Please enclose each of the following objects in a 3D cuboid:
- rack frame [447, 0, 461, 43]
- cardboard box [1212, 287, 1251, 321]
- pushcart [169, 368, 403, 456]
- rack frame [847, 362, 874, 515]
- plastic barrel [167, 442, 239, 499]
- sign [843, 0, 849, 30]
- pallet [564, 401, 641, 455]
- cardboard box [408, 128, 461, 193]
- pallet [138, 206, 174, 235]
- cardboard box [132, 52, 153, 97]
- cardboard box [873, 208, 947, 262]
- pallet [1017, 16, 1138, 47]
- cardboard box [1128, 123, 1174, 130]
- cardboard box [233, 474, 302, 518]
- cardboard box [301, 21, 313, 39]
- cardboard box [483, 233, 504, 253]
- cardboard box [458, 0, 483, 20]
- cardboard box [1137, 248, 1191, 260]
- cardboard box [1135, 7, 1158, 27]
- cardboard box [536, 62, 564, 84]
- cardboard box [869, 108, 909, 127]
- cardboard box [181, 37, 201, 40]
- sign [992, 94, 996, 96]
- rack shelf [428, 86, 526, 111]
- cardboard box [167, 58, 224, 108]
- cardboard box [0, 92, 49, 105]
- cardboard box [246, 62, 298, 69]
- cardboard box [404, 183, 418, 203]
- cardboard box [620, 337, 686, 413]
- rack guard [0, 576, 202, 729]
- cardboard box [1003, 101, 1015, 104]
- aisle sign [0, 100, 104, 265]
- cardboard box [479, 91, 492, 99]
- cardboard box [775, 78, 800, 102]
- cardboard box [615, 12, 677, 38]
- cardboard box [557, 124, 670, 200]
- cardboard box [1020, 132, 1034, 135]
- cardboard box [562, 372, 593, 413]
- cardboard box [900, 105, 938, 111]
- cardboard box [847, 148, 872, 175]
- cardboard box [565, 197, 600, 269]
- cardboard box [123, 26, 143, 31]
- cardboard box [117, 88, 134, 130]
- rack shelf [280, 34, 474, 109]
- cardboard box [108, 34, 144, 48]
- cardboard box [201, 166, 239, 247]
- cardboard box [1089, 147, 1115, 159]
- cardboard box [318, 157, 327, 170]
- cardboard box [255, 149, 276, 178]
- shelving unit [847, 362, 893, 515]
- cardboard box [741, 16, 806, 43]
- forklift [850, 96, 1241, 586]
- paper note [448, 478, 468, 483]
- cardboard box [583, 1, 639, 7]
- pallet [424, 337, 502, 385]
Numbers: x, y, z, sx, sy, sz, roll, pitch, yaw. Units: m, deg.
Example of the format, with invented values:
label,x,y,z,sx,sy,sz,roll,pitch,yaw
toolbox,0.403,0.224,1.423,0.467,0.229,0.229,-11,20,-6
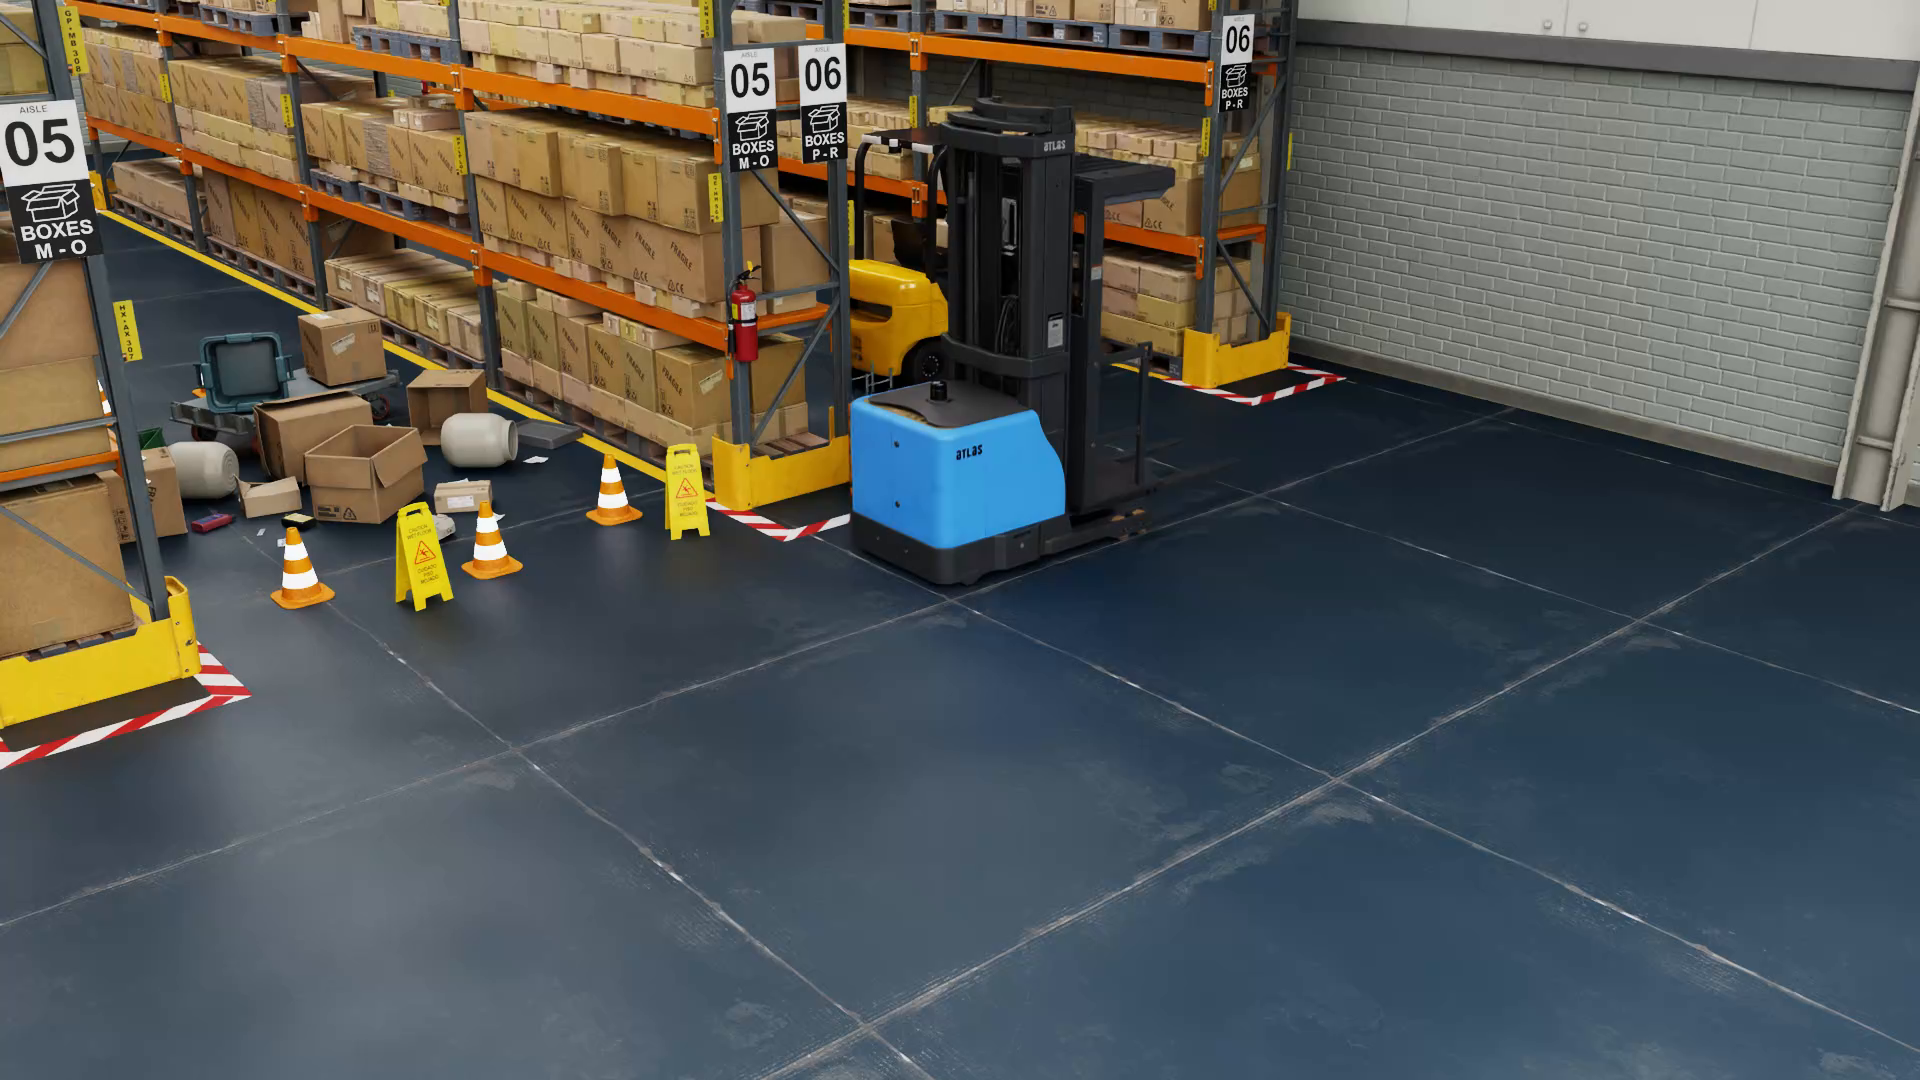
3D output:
label,x,y,z,sx,sy,sz,roll,pitch,yaw
rack frame,-3.832,-5.658,13.590,1.000,3.000,0.127,-17,27,-37
cardboard box,2.388,-2.269,15.674,0.500,0.250,0.500,-17,27,-36
pushcart,-5.526,-1.087,13.741,0.936,0.377,1.648,12,24,27
rack frame,-0.672,-0.618,11.416,0.006,1.200,0.240,19,29,40
plastic barrel,-5.613,-0.510,12.206,0.512,0.421,0.421,0,21,-1
sign,-0.810,-3.692,11.486,0.100,0.325,0.005,-17,27,-37
pallet,-2.566,-1.052,13.879,1.003,0.211,1.213,-17,27,-37
cardboard box,-4.632,-3.455,15.070,0.500,0.500,0.500,-17,27,-37
pallet,-10.291,-4.342,22.281,1.003,0.211,1.213,-17,27,-37
cardboard box,-9.896,-5.793,20.654,0.500,0.500,0.500,-18,28,-38
cardboard box,-0.423,-3.278,18.421,0.875,0.625,0.625,-16,26,-35
pallet,1.295,-4.836,15.727,1.003,0.211,1.213,-17,27,-37
cardboard box,1.810,-3.861,15.795,0.380,0.149,0.250,-16,27,-36
cardboard box,-4.998,-0.349,12.010,0.396,0.266,0.258,-12,25,-28
cardboard box,-6.366,-5.122,16.679,0.380,0.149,0.250,-17,27,-37
cardboard box,-3.869,-2.584,14.313,0.380,0.149,0.250,-18,27,-38
cardboard box,-3.873,-4.351,13.617,0.380,0.149,0.250,-18,28,-38
cardboard box,2.038,-2.638,15.929,0.500,0.250,0.500,-17,27,-37
cardboard box,1.766,-4.620,14.686,0.380,0.149,0.250,-18,28,-39
cardboard box,-3.039,-3.622,12.851,0.380,0.149,0.250,-18,28,-38
cardboard box,-0.767,-4.584,18.049,0.380,0.149,0.250,-17,27,-37
cardboard box,-9.557,-6.249,20.927,0.380,0.149,0.250,-18,27,-38
sign,0.346,-4.619,17.870,0.100,0.325,0.005,-17,27,-37
rack shelf,-6.601,-6.475,24.889,1.077,0.370,4.000,-17,27,-37
cardboard box,-8.984,-5.397,19.642,0.500,0.500,0.500,-17,27,-37
cardboard box,-4.885,-2.246,8.623,0.380,0.149,0.250,-17,27,-37
cardboard box,-7.912,-5.237,19.234,0.500,0.500,0.500,-16,27,-36
cardboard box,-4.900,-3.229,15.383,0.380,0.149,0.250,-17,27,-37
cardboard box,-2.284,-1.326,12.923,0.500,0.500,0.500,-16,27,-36
rack guard,-4.889,0.618,9.222,1.175,0.500,0.348,-17,27,-37
cardboard box,0.364,-4.518,17.471,0.380,0.149,0.250,-17,27,-37
aisle sign,-4.631,-1.815,8.441,0.394,0.787,0.004,-17,27,-37
cardboard box,-6.909,-6.654,24.703,0.380,0.149,0.250,-17,27,-36
cardboard box,-1.191,-3.208,11.793,0.380,0.149,0.250,-17,27,-37
cardboard box,-2.265,-3.732,12.036,0.380,0.149,0.250,-17,27,-37
cardboard box,-2.675,-2.928,12.930,0.700,0.500,0.500,-18,27,-38
cardboard box,0.811,-4.038,16.247,0.380,0.149,0.250,-18,27,-38
cardboard box,-2.946,-1.262,13.786,0.500,0.250,0.500,-18,28,-38
cardboard box,-0.438,-4.700,18.343,0.380,0.149,0.250,-18,27,-38
cardboard box,-0.933,-4.192,18.279,0.500,0.250,0.500,-18,27,-38
cardboard box,-2.747,-2.452,13.085,0.500,0.500,0.500,-17,27,-37
cardboard box,-11.095,-6.878,22.534,0.380,0.149,0.250,-17,27,-36
cardboard box,-10.559,-5.613,21.565,0.500,0.500,0.500,-16,27,-36
rack shelf,-5.137,-4.479,15.679,1.077,0.370,4.000,-17,27,-37
cardboard box,-10.662,-6.391,21.292,0.380,0.149,0.250,-18,28,-39
cardboard box,-8.588,-4.129,20.249,0.875,0.875,0.875,-16,27,-36
cardboard box,1.423,-3.603,15.544,0.380,0.149,0.250,-19,28,-39
cardboard box,-6.371,-3.914,17.133,0.380,0.149,0.250,-19,29,-40
cardboard box,-7.315,-4.115,18.083,0.500,0.250,0.500,-17,27,-37
shelving unit,-0.606,-0.595,11.357,0.189,1.200,0.258,19,29,40
cardboard box,-1.298,-3.557,11.590,0.380,0.149,0.250,-18,27,-38
forklift,0.722,-1.497,11.288,3.031,2.935,1.130,-17,27,-36
paper note,-3.786,-0.429,12.553,0.148,0.019,0.142,-8,23,-19
cardboard box,-2.767,-4.196,13.221,0.380,0.149,0.250,-18,28,-38
pallet,-4.341,-1.781,15.741,1.003,0.211,1.213,-17,27,-37
